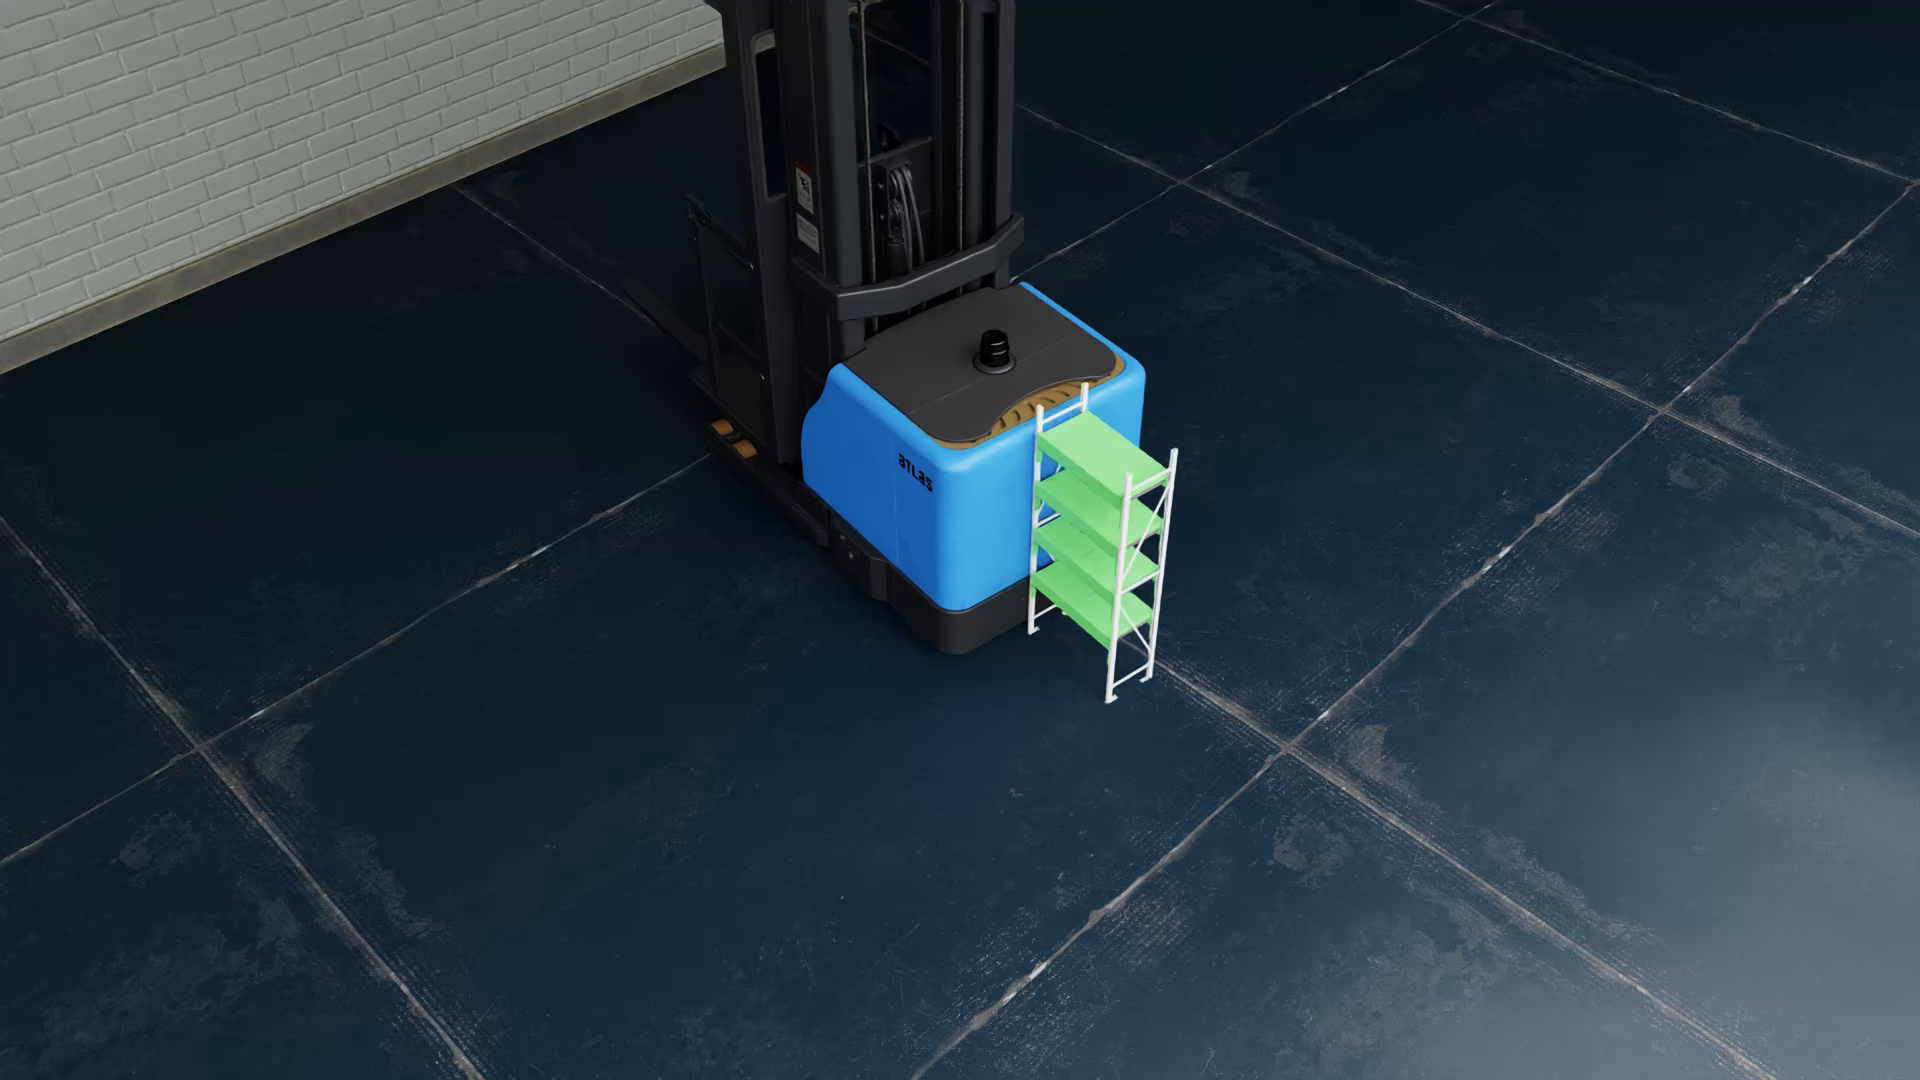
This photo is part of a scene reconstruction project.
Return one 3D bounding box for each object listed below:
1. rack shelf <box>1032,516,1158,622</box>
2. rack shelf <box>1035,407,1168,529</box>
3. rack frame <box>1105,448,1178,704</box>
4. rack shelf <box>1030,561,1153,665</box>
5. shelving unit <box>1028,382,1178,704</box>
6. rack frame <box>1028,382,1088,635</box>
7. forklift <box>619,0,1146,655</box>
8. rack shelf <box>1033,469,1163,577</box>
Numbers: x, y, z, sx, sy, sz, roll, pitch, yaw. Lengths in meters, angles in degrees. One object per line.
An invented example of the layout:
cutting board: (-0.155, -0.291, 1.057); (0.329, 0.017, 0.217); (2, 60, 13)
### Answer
rack shelf: (0.531, 0.080, 6.491); (0.258, 0.148, 0.480); (-28, 49, -27)
rack shelf: (0.531, -0.273, 6.165); (0.258, 0.148, 0.480); (-28, 49, -27)
rack frame: (0.680, 0.164, 6.306); (0.240, 1.200, 0.015); (-28, 49, -27)
rack shelf: (0.531, 0.256, 6.654); (0.258, 0.148, 0.480); (-28, 49, -27)
shelving unit: (0.531, 0.033, 6.448); (0.258, 1.200, 0.503); (-28, 49, -27)
rack frame: (0.382, -0.098, 6.590); (0.240, 1.200, 0.015); (-28, 49, -27)
forklift: (-0.549, -1.558, 6.894); (1.130, 2.935, 3.031); (-28, 49, -27)
rack shelf: (0.531, -0.097, 6.328); (0.258, 0.148, 0.480); (-28, 49, -27)
